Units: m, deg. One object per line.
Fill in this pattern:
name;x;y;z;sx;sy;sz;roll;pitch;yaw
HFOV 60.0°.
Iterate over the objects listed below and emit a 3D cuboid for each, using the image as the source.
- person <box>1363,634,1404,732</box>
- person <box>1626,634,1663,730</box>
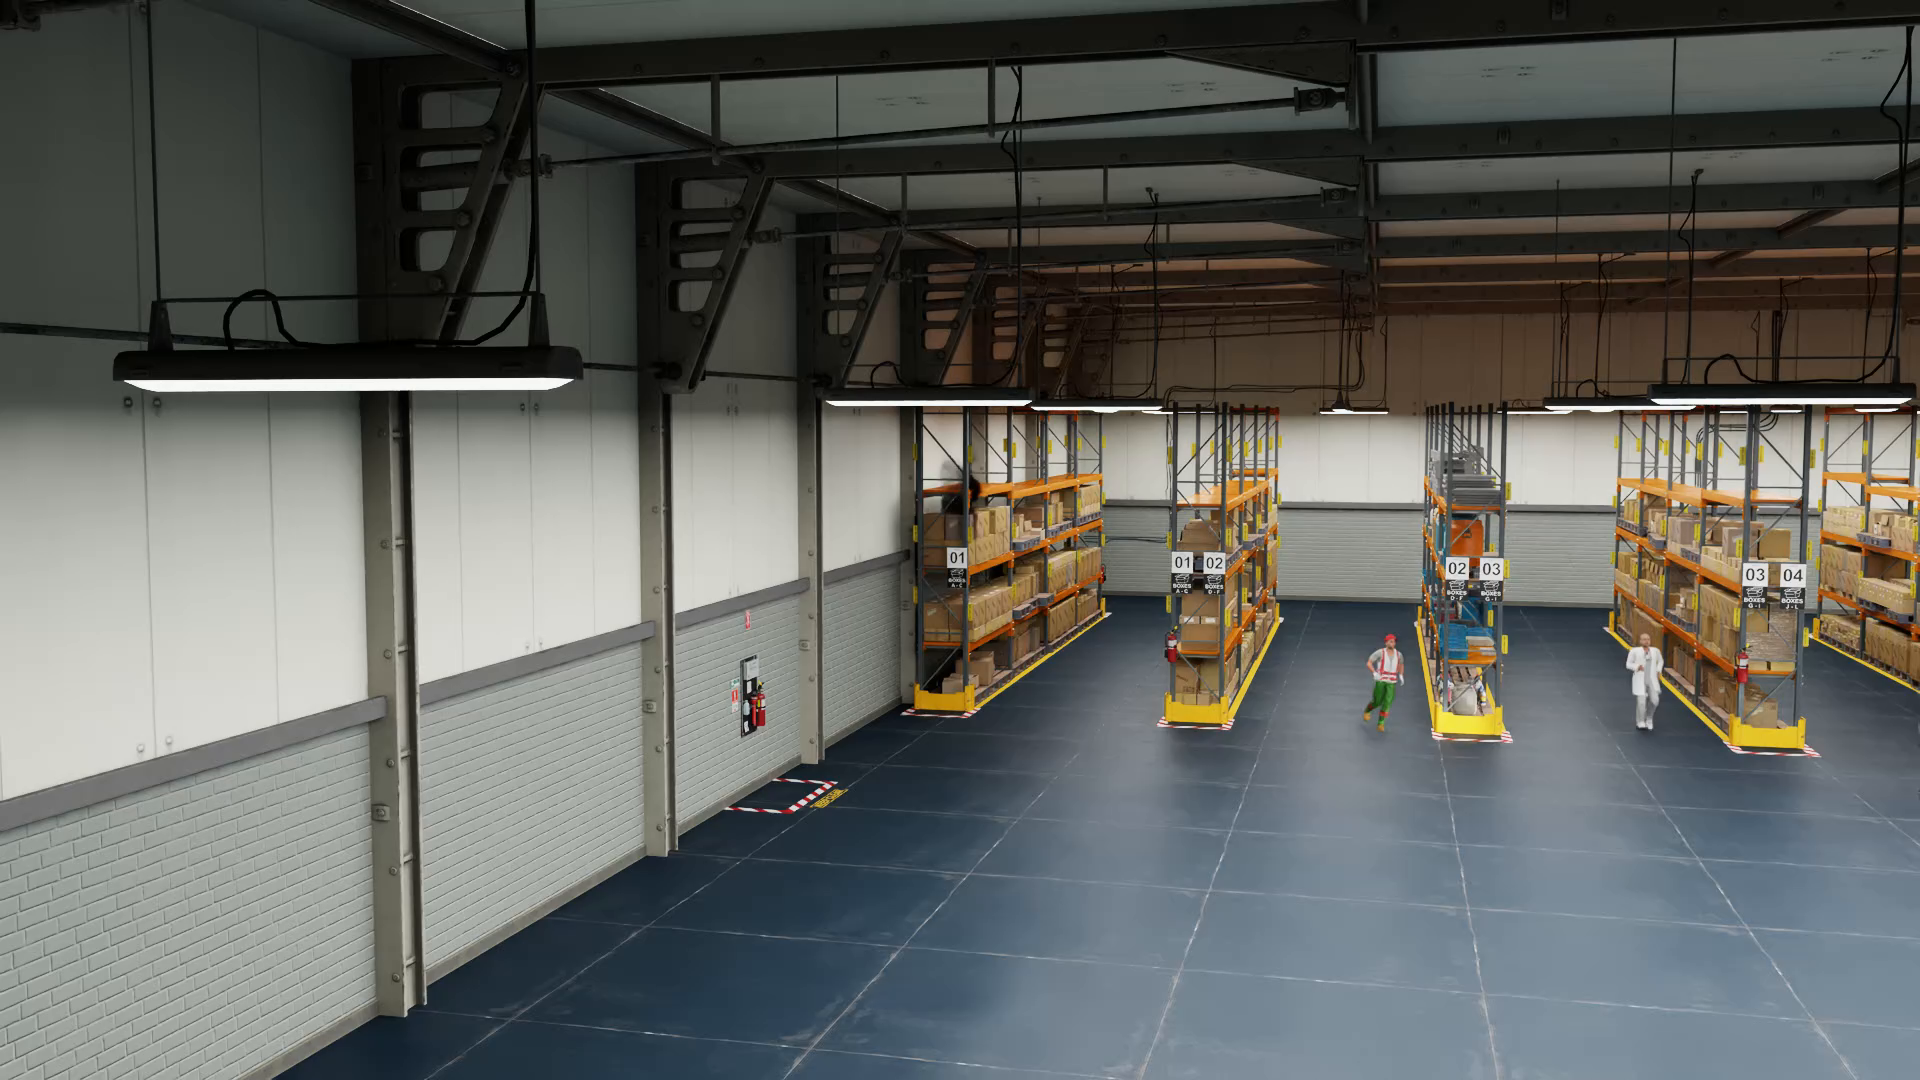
person;7.836;2.599;30.523;0.718;1.735;0.865;0;4;-5
person;12.537;2.605;30.365;0.692;1.772;0.686;1;4;9
